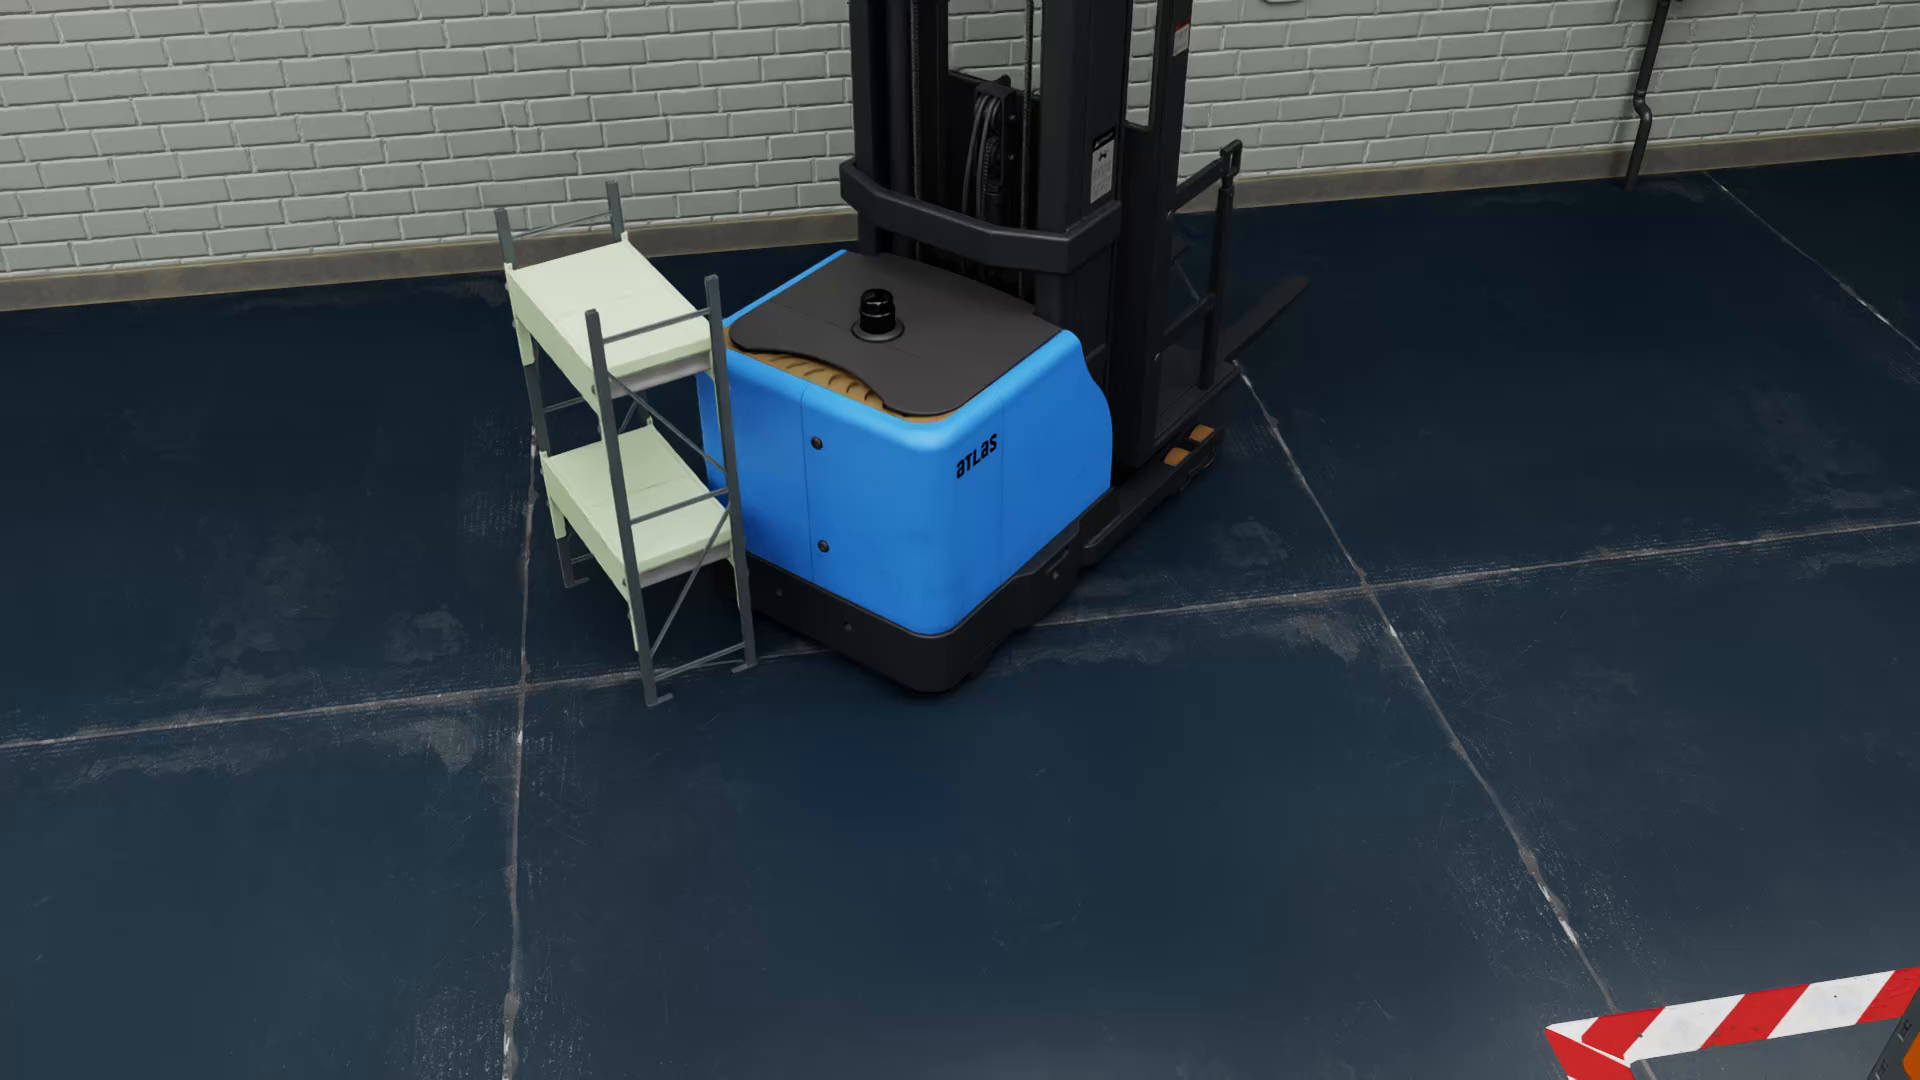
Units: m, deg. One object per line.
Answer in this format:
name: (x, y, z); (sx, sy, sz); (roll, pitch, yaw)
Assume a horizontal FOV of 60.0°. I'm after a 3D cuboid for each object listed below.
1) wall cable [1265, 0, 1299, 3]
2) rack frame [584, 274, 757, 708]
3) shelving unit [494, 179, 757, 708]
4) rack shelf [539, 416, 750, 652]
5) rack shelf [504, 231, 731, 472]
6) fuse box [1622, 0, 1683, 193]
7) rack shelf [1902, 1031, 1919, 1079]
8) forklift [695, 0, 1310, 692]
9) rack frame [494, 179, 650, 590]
wall cable: (1.380, -3.249, 7.133); (0.585, 1.953, 0.123); (-6, 38, -8)
rack frame: (-0.870, -0.103, 5.160); (0.400, 1.500, 0.023); (-21, 43, -25)
shelving unit: (-1.065, -0.293, 5.405); (0.431, 1.500, 0.755); (-21, 43, -25)
rack shelf: (-1.065, -0.036, 5.605); (0.431, 0.370, 0.720); (-21, 43, -25)
rack shelf: (-1.065, -0.601, 5.166); (0.431, 0.370, 0.720); (-21, 43, -25)
fuse box: (3.474, -2.464, 8.027); (0.539, 1.711, 0.414); (-6, 38, -8)
rack shelf: (2.742, 2.060, 1.740); (1.077, 0.370, 4.000); (-6, 38, -8)
forklift: (0.394, -1.511, 5.806); (1.130, 2.935, 3.031); (24, 44, 28)
rack frame: (-1.259, -0.483, 5.650); (0.400, 1.500, 0.023); (-21, 43, -25)
